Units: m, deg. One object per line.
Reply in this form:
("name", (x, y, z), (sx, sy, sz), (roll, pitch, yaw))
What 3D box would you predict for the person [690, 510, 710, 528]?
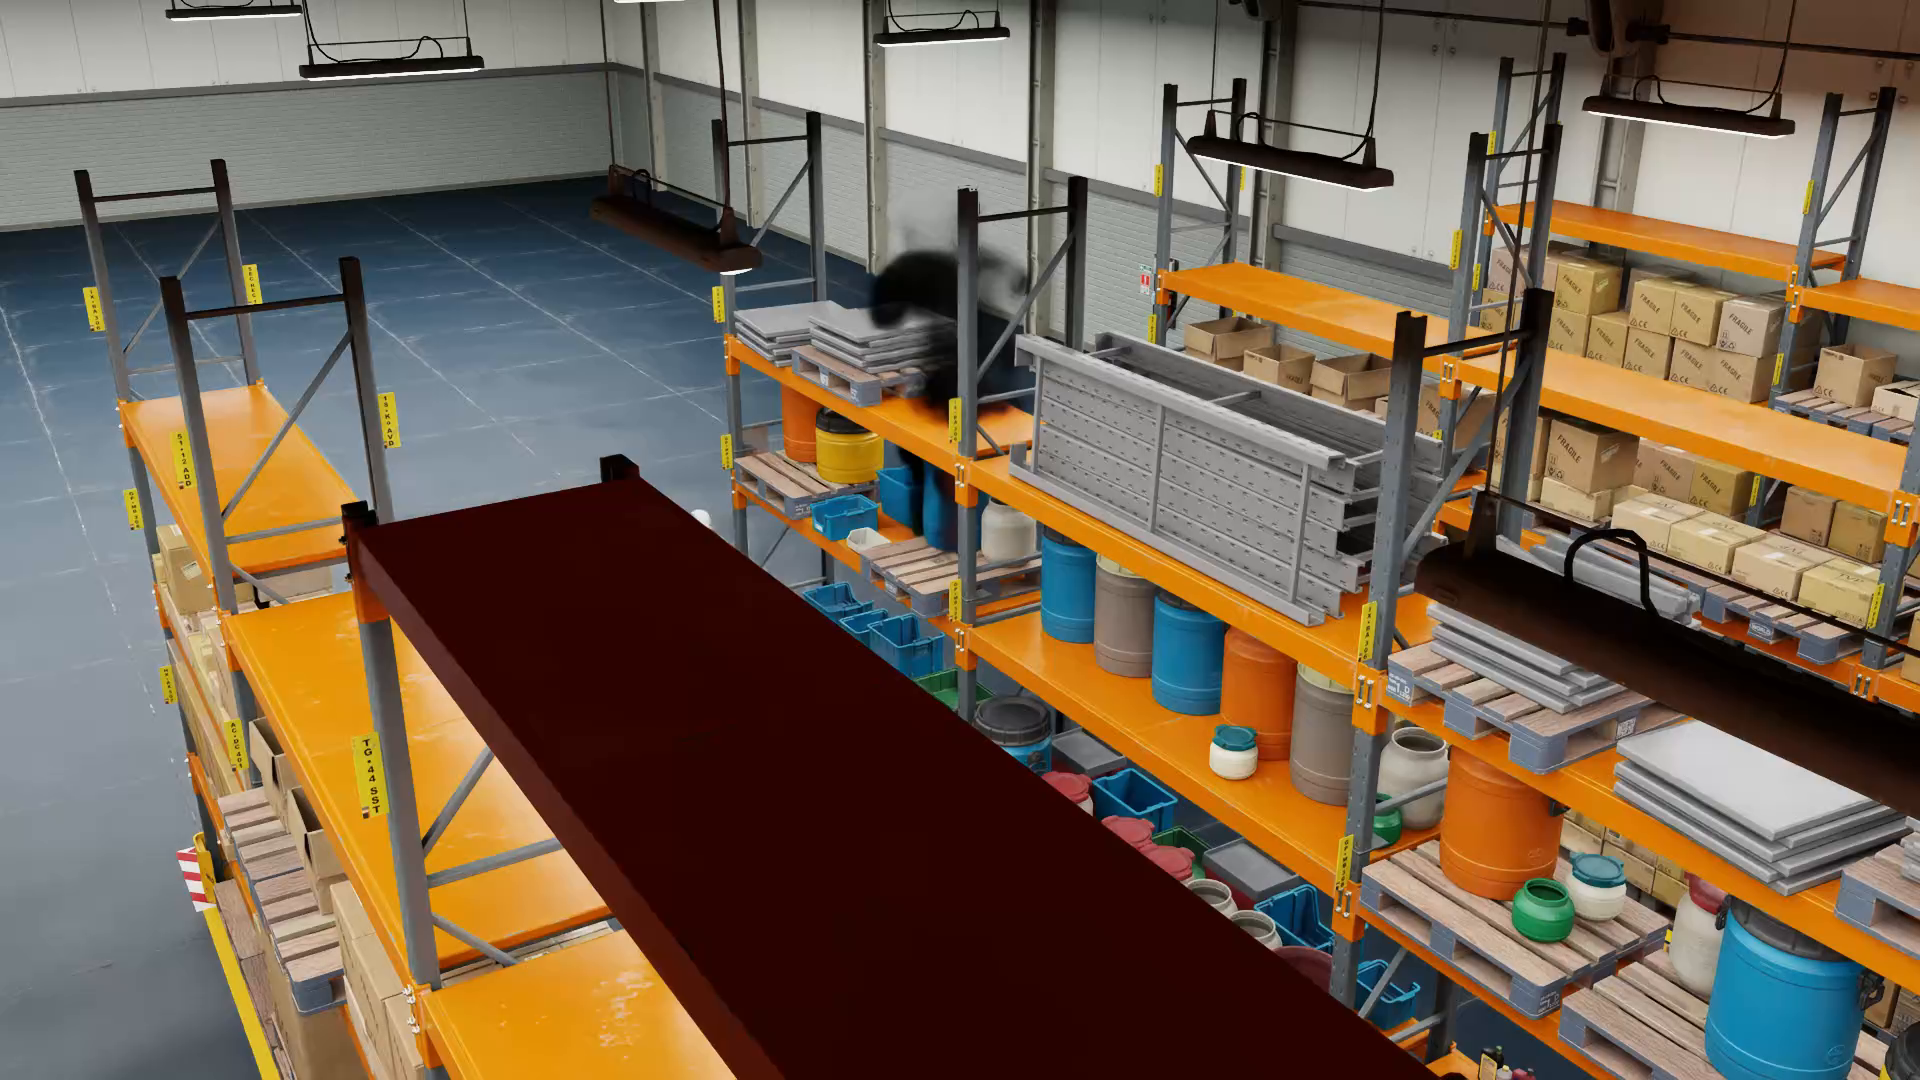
("person", (-2.767, 0.506, 17.746), (0.930, 1.787, 0.700), (1, 22, 1))
